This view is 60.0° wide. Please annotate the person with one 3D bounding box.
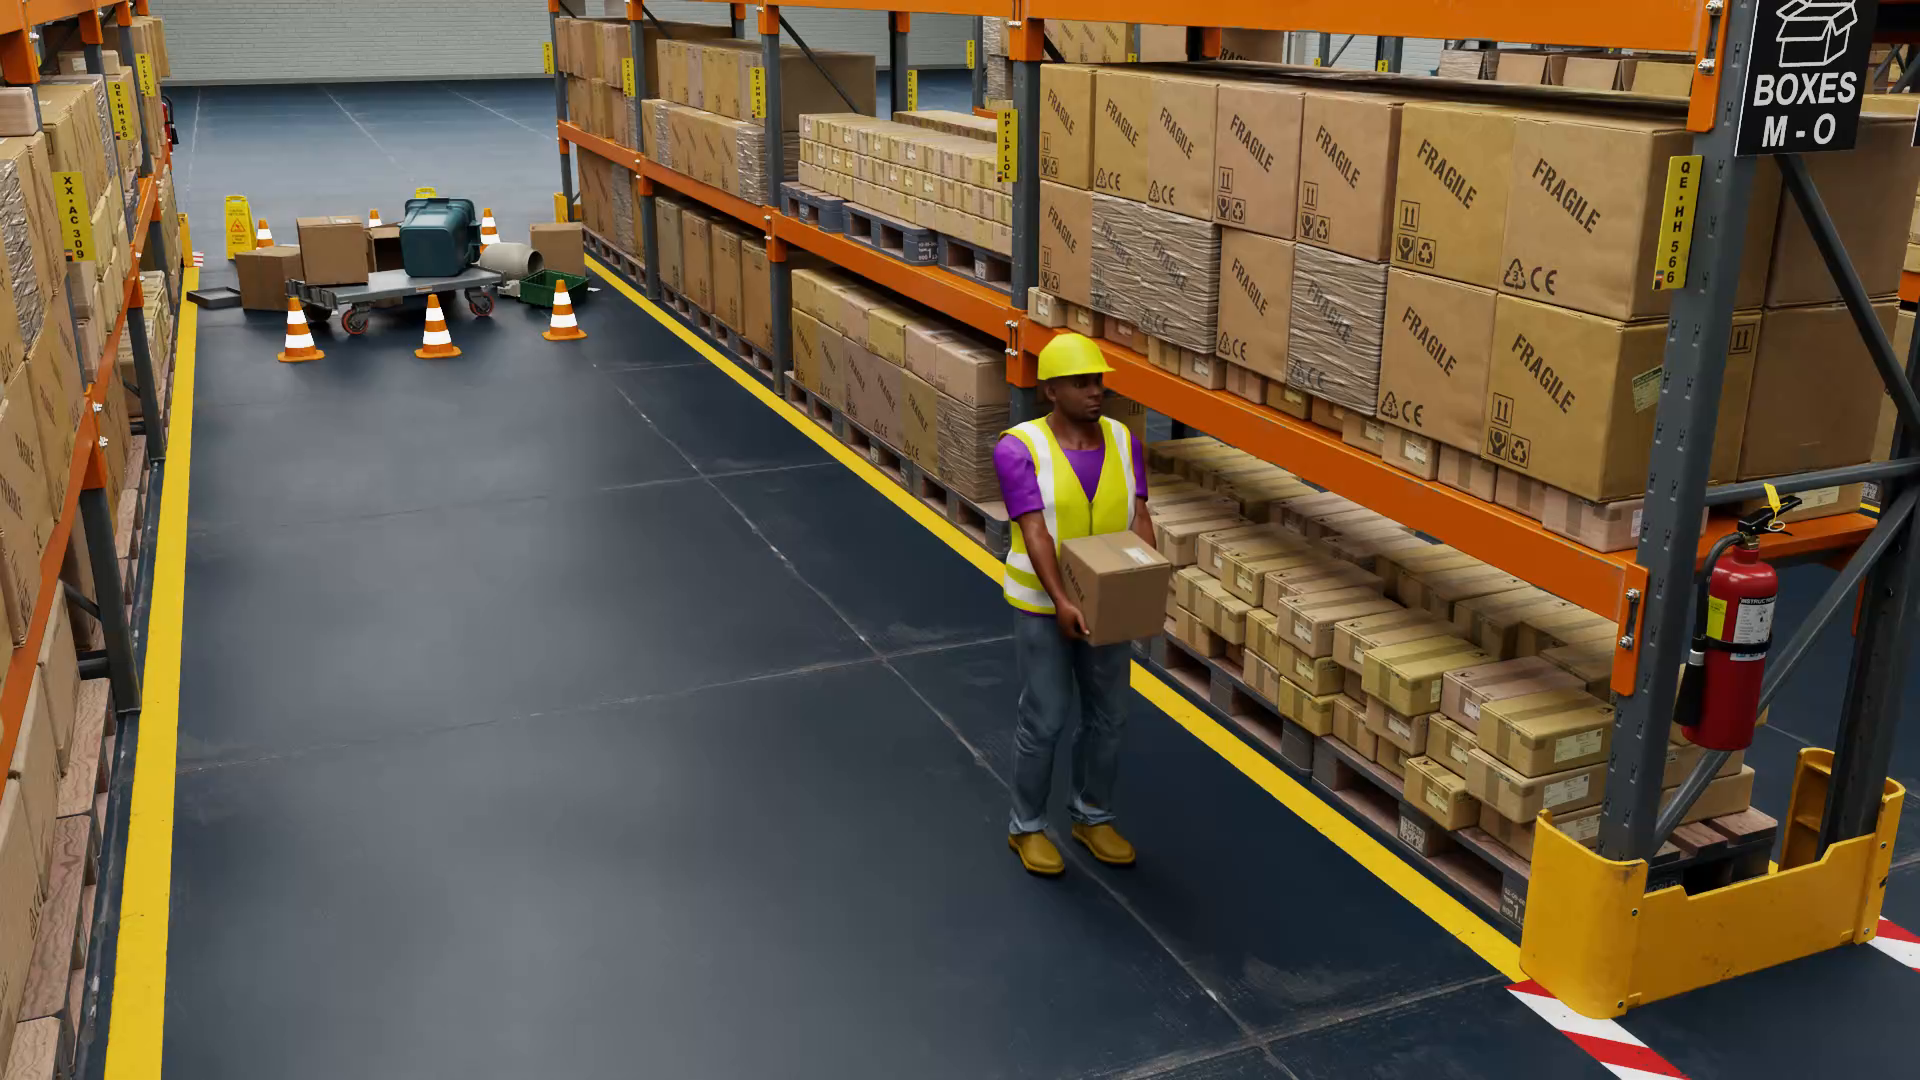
[{"bbox_3d":[0.408,0.234,5.344,0.503,1.760,0.577,-8,20,-23],"label":"person"}]
